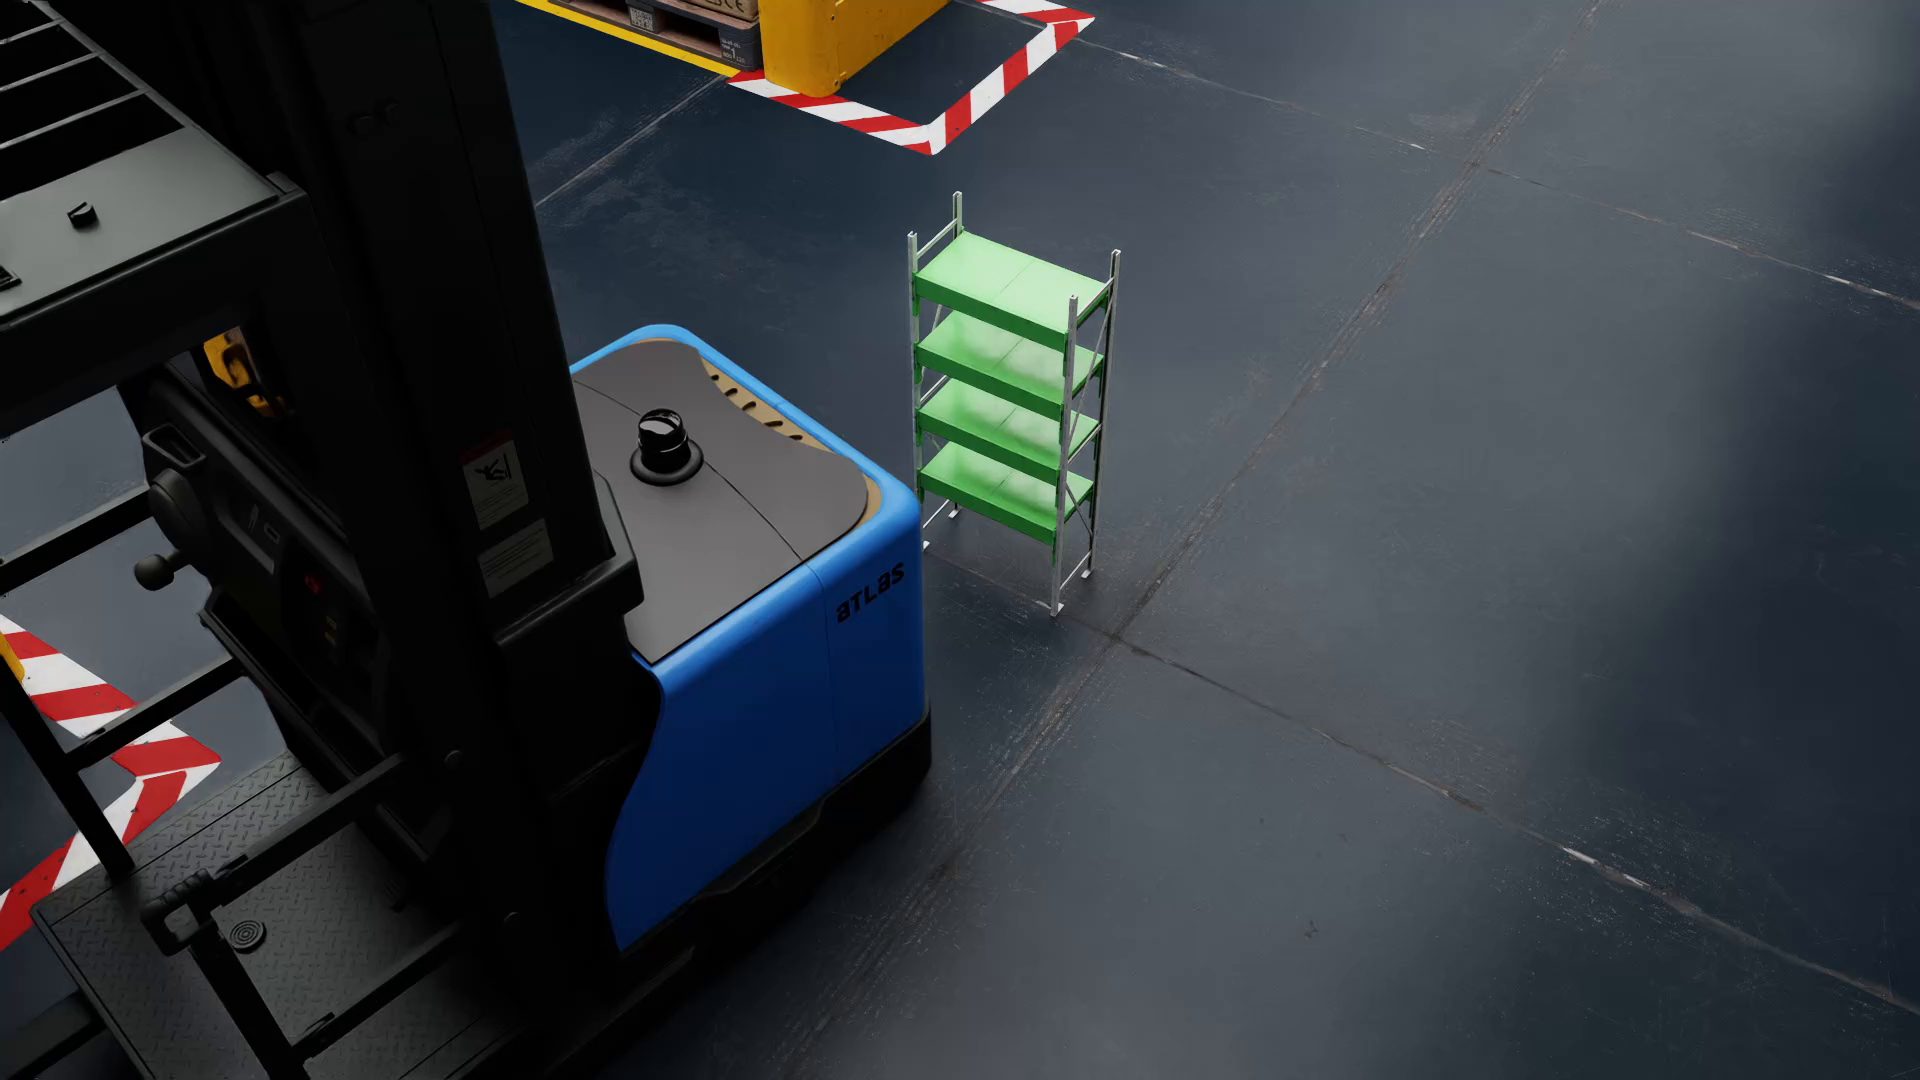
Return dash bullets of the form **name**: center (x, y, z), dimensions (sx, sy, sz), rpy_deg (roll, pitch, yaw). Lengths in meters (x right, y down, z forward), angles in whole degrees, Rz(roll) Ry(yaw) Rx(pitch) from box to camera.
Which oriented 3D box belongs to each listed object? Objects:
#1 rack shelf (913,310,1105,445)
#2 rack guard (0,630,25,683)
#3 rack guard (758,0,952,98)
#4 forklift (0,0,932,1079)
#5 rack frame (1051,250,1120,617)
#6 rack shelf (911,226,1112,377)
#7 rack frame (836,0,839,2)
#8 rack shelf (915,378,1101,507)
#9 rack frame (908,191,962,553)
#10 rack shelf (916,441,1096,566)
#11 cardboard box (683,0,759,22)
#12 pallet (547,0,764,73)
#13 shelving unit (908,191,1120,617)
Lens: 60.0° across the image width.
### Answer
- **rack shelf**: center (0.139, -0.477, 4.631), dimensions (0.480, 0.148, 0.258), rpy_deg (25, 51, 22)
- **rack guard**: center (-3.171, 0.503, 4.413), dimensions (0.348, 0.500, 1.175), rpy_deg (25, 51, 22)
- **rack guard**: center (-0.410, -2.457, 7.288), dimensions (0.348, 0.500, 1.175), rpy_deg (25, 51, 22)
- **forklift**: center (-1.476, 0.130, 3.080), dimensions (3.031, 2.935, 1.130), rpy_deg (-36, 55, -29)
- **rack frame**: center (0.345, -0.260, 4.666), dimensions (0.015, 1.200, 0.240), rpy_deg (25, 51, 22)
- **rack shelf**: center (0.139, -0.644, 4.459), dimensions (0.480, 0.148, 0.258), rpy_deg (25, 51, 22)
- **rack frame**: center (-0.430, -3.337, 6.401), dimensions (0.127, 3.000, 1.000), rpy_deg (25, 51, 22)
- **rack shelf**: center (0.139, -0.310, 4.803), dimensions (0.480, 0.148, 0.258), rpy_deg (25, 51, 22)
- **rack frame**: center (-0.066, -0.449, 4.849), dimensions (0.015, 1.200, 0.240), rpy_deg (25, 51, 22)
- **rack shelf**: center (0.139, -0.142, 4.975), dimensions (0.480, 0.148, 0.258), rpy_deg (25, 51, 22)
- **cardboard box**: center (-1.040, -2.786, 7.359), dimensions (0.875, 0.438, 0.875), rpy_deg (23, 50, 21)
- **pallet**: center (-1.146, -2.627, 7.656), dimensions (1.213, 0.211, 1.003), rpy_deg (25, 51, 22)
- **shelving unit**: center (0.139, -0.354, 4.757), dimensions (0.503, 1.200, 0.258), rpy_deg (25, 51, 22)
